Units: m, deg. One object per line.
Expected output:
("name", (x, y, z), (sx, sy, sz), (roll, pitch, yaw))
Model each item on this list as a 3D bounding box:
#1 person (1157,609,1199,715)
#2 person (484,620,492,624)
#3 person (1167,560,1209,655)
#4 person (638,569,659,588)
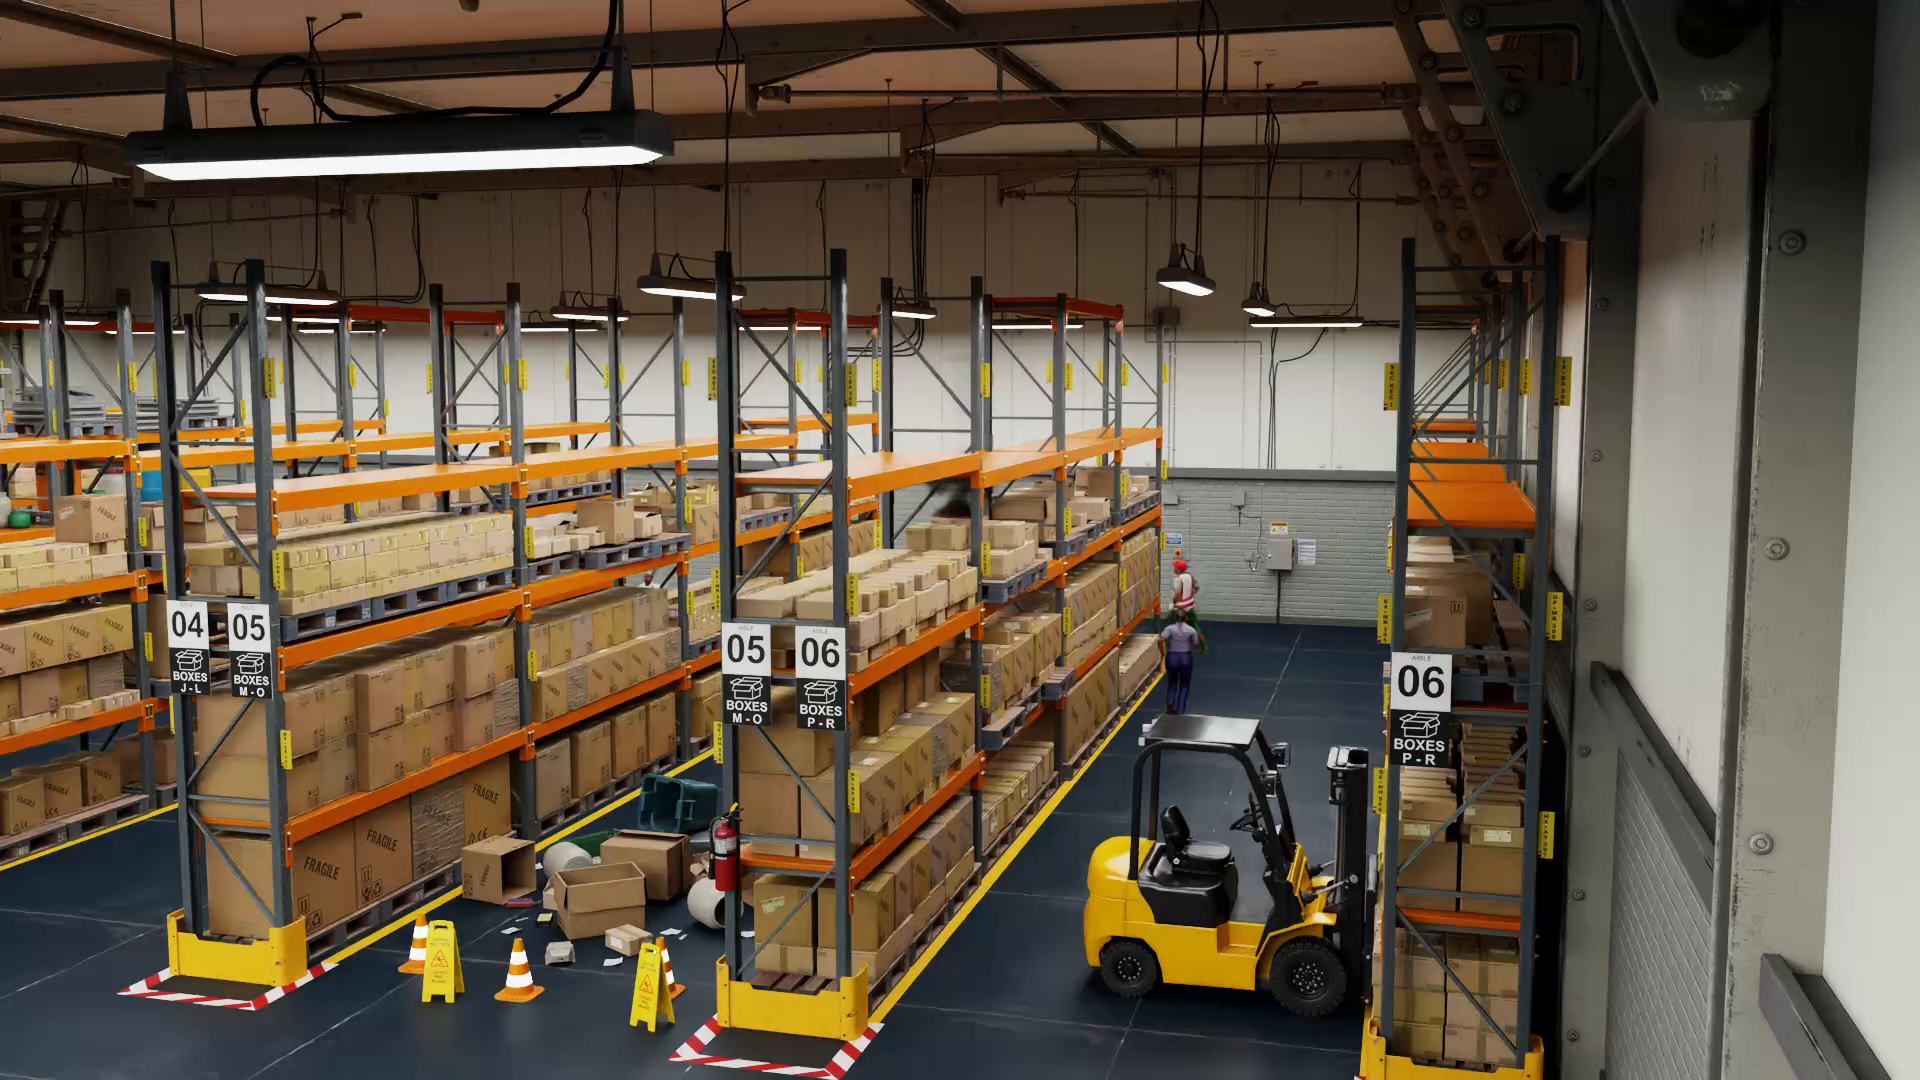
("person", (3.188, 1.796, 24.191), (0.579, 1.629, 0.643), (2, 6, 15))
("person", (-6.156, 1.971, 21.823), (0.654, 1.835, 0.735), (1, 6, 6))
("person", (3.920, 1.177, 29.274), (0.763, 1.710, 0.804), (-3, 7, -26))
("person", (-5.368, 1.299, 28.744), (0.578, 1.655, 0.684), (1, 6, 8))
